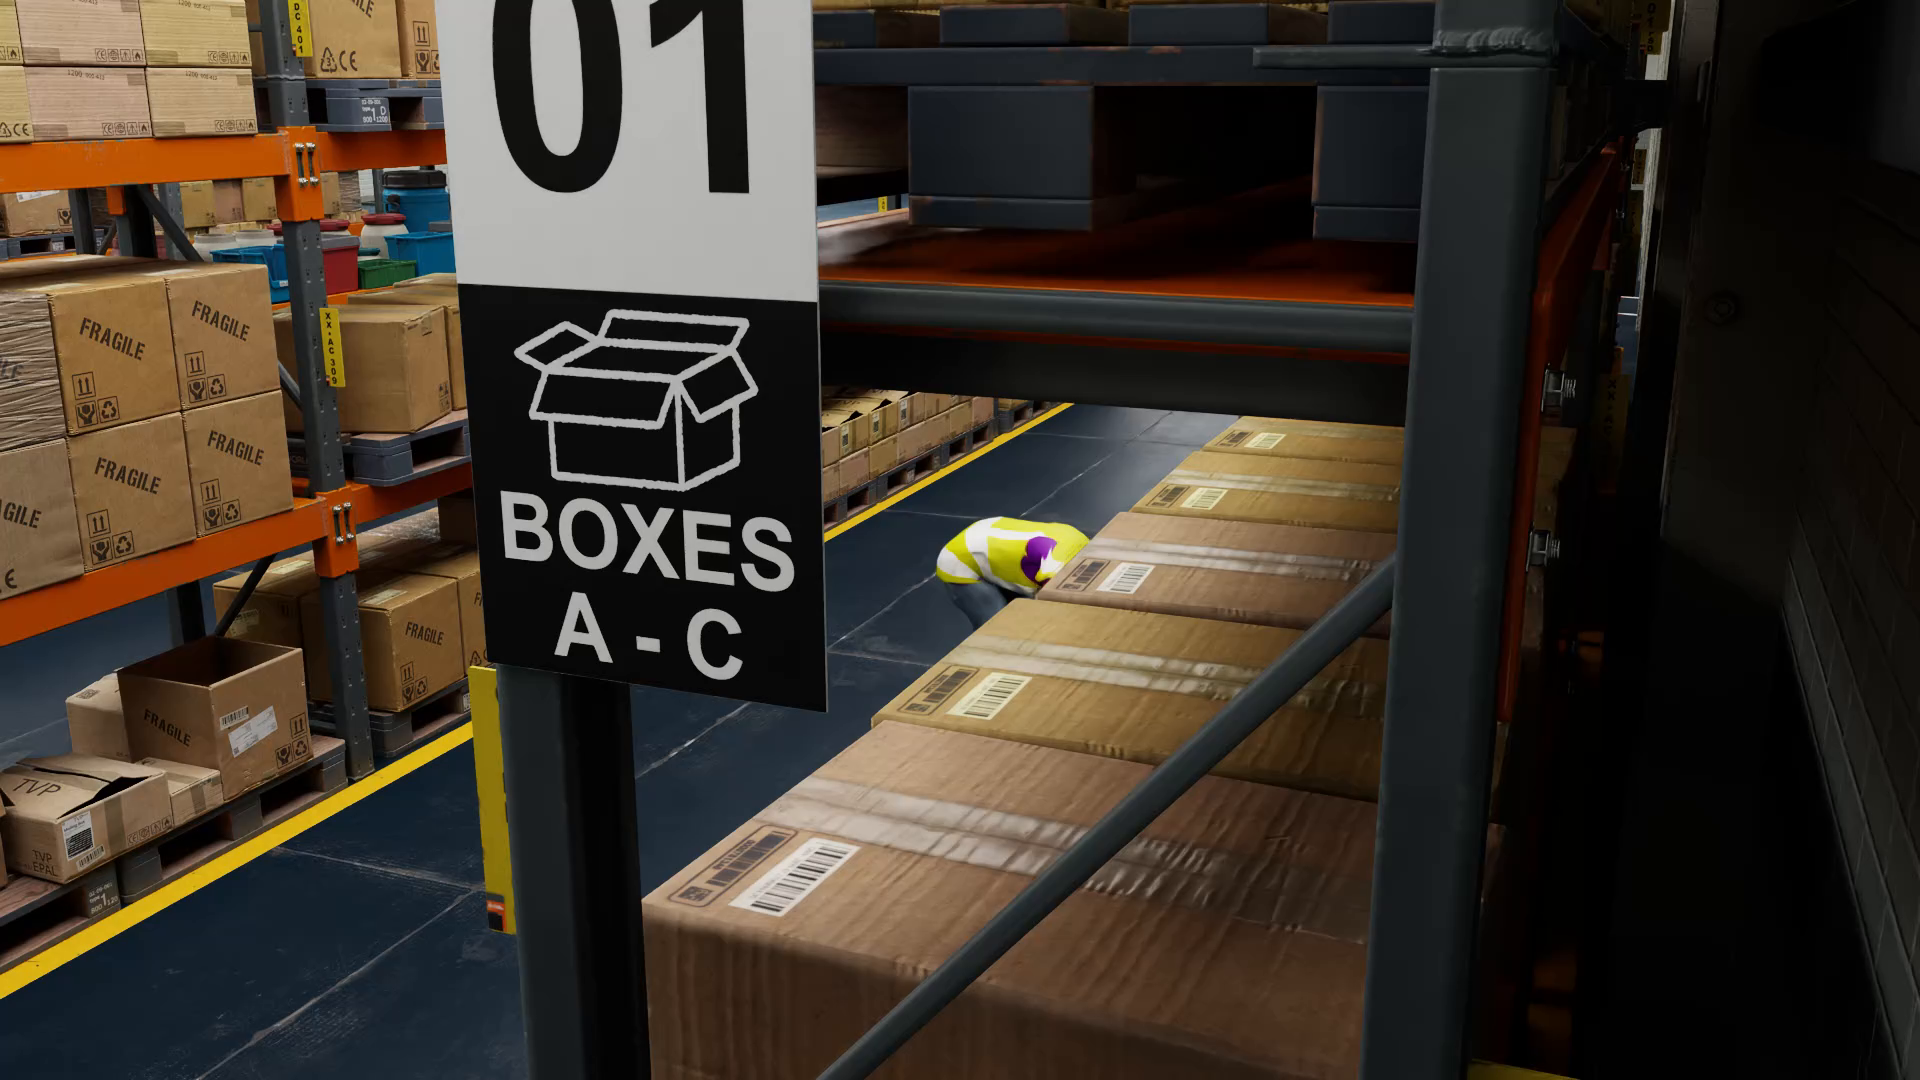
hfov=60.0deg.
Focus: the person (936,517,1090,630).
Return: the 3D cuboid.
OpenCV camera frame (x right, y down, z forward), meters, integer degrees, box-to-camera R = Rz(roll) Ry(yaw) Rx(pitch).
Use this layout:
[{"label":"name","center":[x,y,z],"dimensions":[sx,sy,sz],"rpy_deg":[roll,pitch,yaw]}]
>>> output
[{"label":"person","center":[0.385,0.444,7.655],"dimensions":[0.982,1.075,0.479],"rpy_deg":[5,16,19]}]
